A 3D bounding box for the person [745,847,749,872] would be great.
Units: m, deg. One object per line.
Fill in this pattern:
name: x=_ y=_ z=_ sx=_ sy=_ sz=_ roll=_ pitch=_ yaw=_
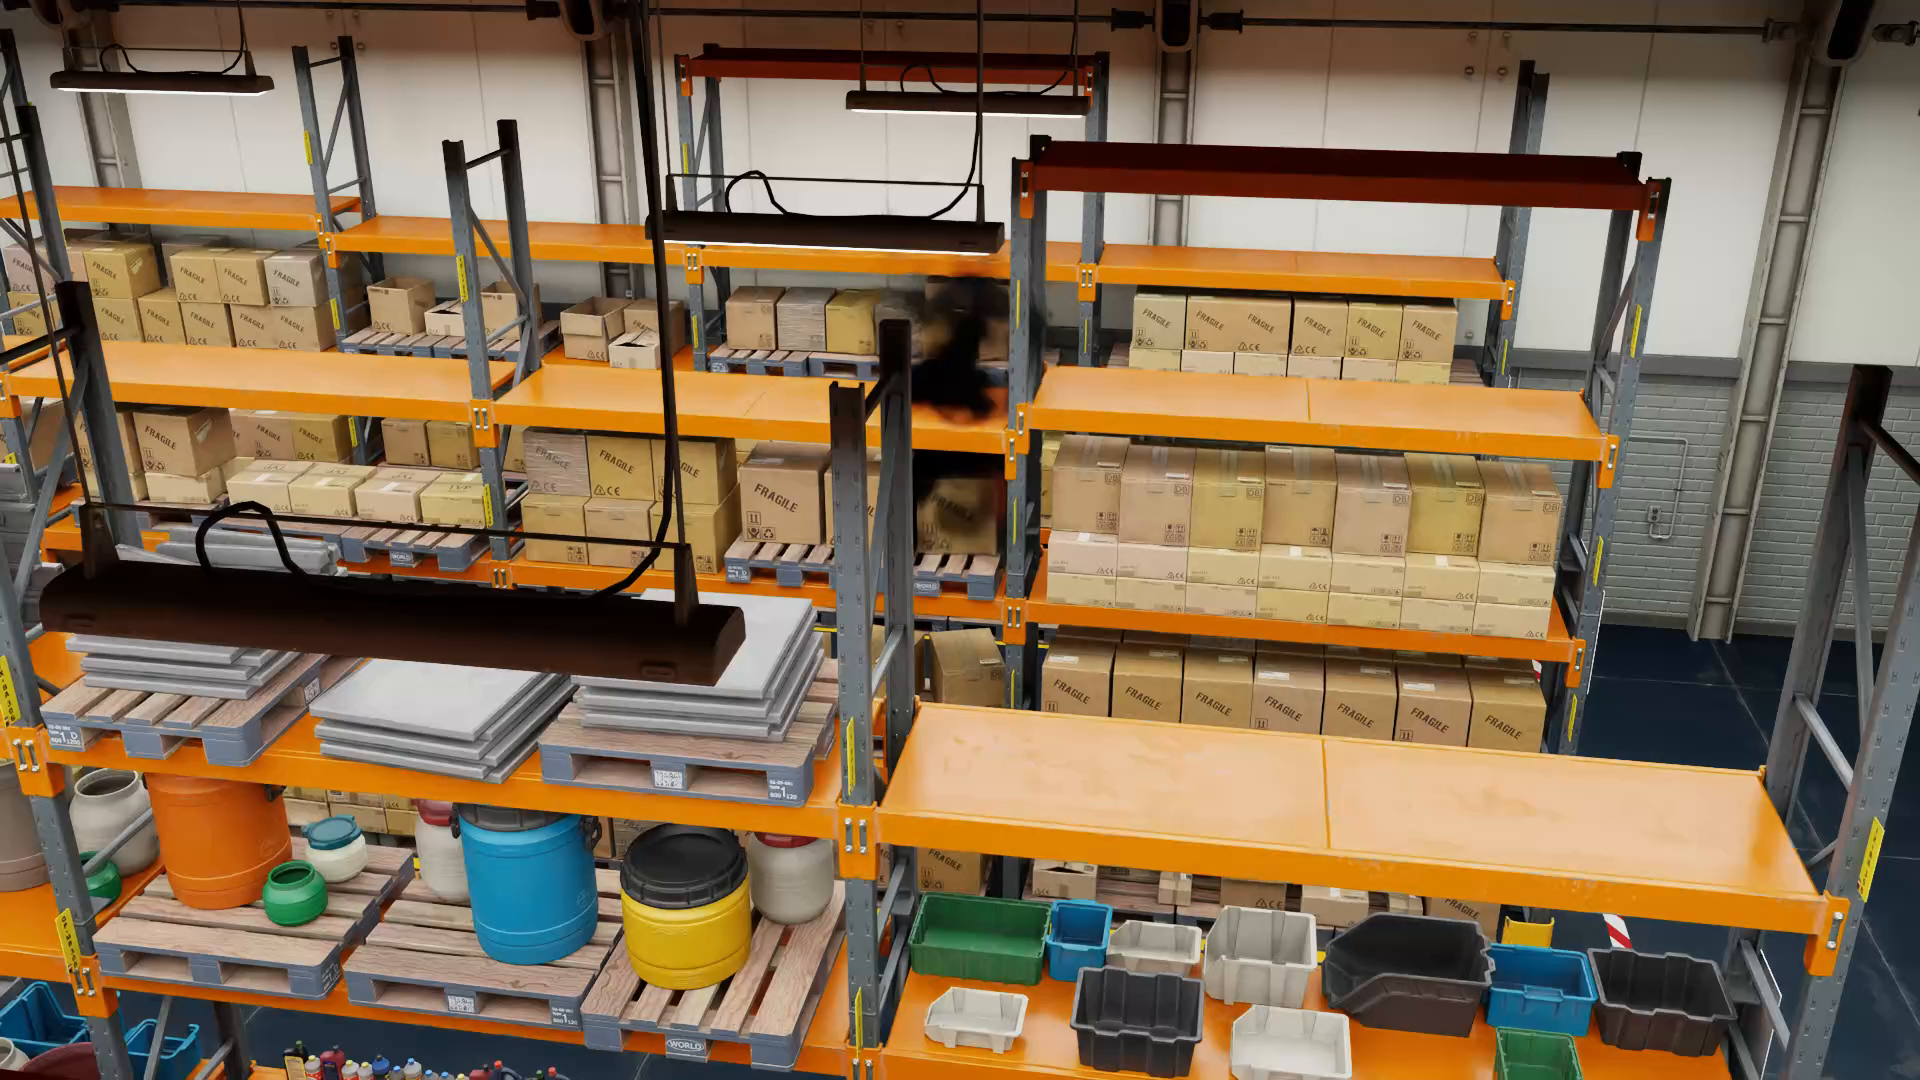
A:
person: x=-1.370 y=2.821 z=11.710 sx=0.790 sy=1.586 sz=0.538 roll=0 pitch=23 yaw=-1
